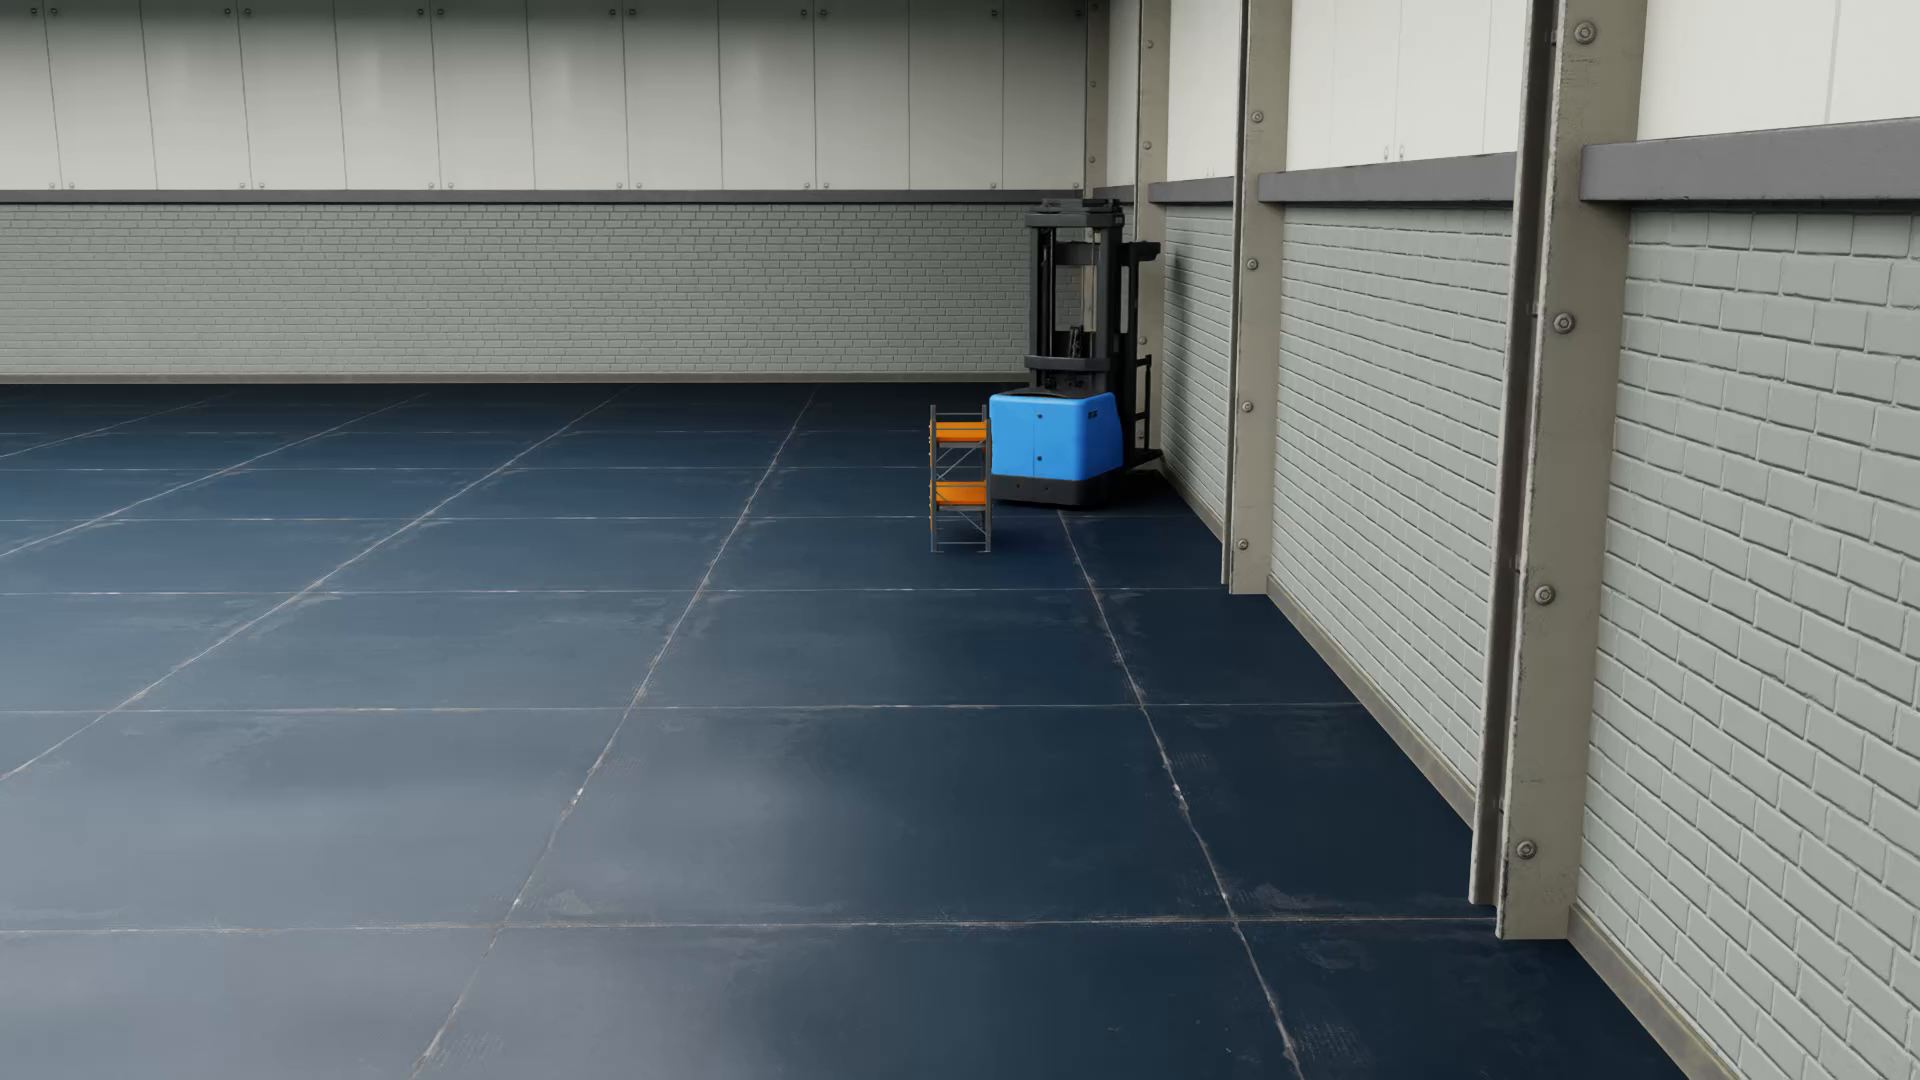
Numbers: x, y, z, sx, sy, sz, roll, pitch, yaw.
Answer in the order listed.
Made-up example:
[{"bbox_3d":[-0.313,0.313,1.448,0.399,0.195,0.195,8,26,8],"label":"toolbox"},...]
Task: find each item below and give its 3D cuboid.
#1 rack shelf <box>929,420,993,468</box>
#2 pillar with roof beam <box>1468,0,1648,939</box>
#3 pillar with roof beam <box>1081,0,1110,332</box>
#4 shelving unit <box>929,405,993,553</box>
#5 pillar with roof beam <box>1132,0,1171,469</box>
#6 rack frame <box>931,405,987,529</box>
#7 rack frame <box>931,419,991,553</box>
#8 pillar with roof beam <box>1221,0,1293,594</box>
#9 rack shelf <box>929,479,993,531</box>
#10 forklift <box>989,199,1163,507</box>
[{"bbox_3d":[0.000,-0.837,14.382,0.538,0.278,1.000,0,11,-1],"label":"rack shelf"},{"bbox_3d":[-1.990,-2.831,5.883,9.100,9.000,0.400,0,11,-1],"label":"pillar with roof beam"},{"bbox_3d":[-2.362,-6.410,23.520,9.100,9.000,0.400,0,11,-1],"label":"pillar with roof beam"},{"bbox_3d":[0.000,-0.550,14.441,0.538,1.125,1.048,0,11,-1],"label":"shelving unit"},{"bbox_3d":[-2.238,-5.217,17.641,9.100,9.000,0.400,0,11,-1],"label":"pillar with roof beam"},{"bbox_3d":[-0.010,-0.651,14.939,0.500,1.125,0.032,0,11,-1],"label":"rack frame"},{"bbox_3d":[0.011,-0.449,13.943,0.500,1.125,0.032,0,11,-1],"label":"rack frame"},{"bbox_3d":[-2.114,-4.024,11.762,9.100,9.000,0.400,0,11,-1],"label":"pillar with roof beam"},{"bbox_3d":[0.000,-0.310,14.489,0.538,0.278,1.000,0,11,-1],"label":"rack shelf"},{"bbox_3d":[1.377,-2.001,17.050,1.130,2.935,3.031,6,13,26],"label":"forklift"}]
